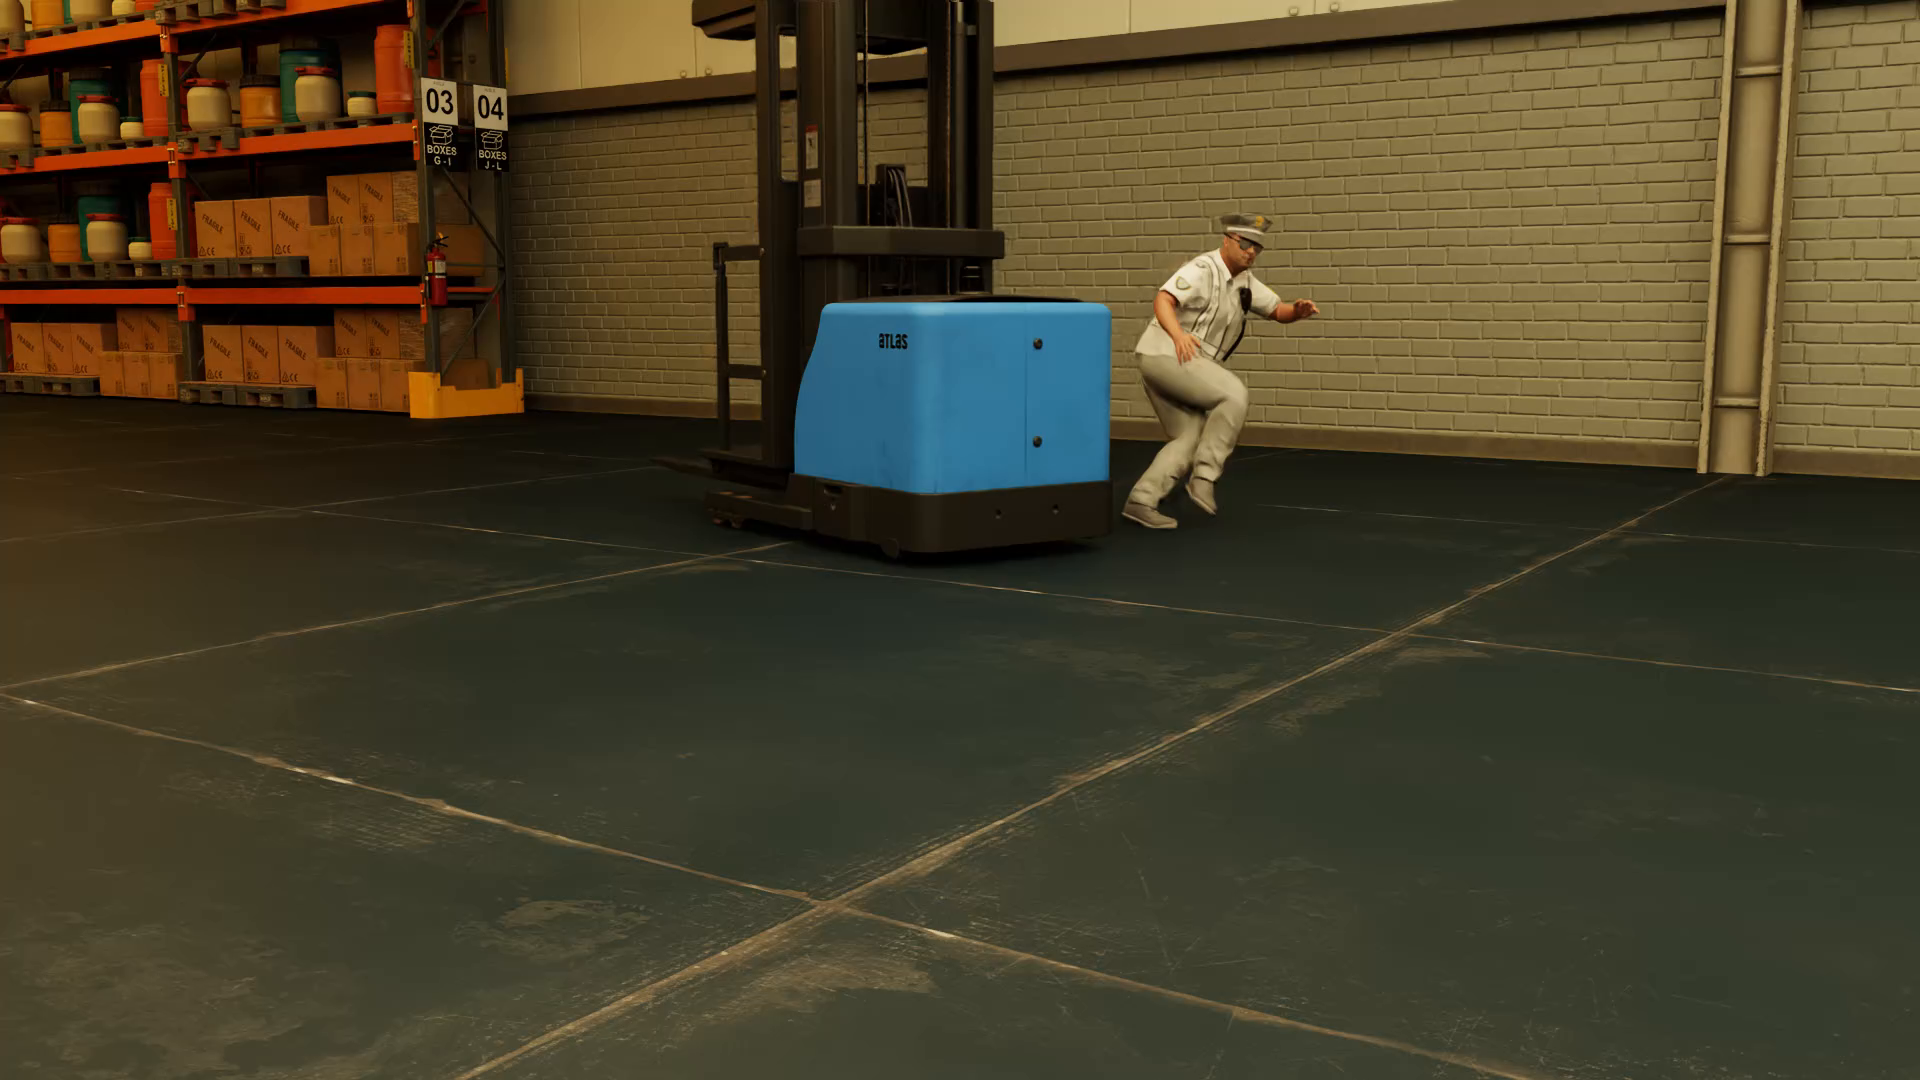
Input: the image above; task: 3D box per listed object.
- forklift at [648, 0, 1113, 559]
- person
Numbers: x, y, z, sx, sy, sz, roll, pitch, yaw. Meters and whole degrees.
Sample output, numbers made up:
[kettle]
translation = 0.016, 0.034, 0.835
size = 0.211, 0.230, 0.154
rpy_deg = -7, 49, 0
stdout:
[forklift]
translation = -0.588, -1.538, 8.005
size = 1.130, 2.935, 3.031
rpy_deg = -6, 10, -35
[person]
translation = 1.264, -0.832, 8.167
size = 0.918, 1.521, 0.990
rpy_deg = 4, 9, 26
